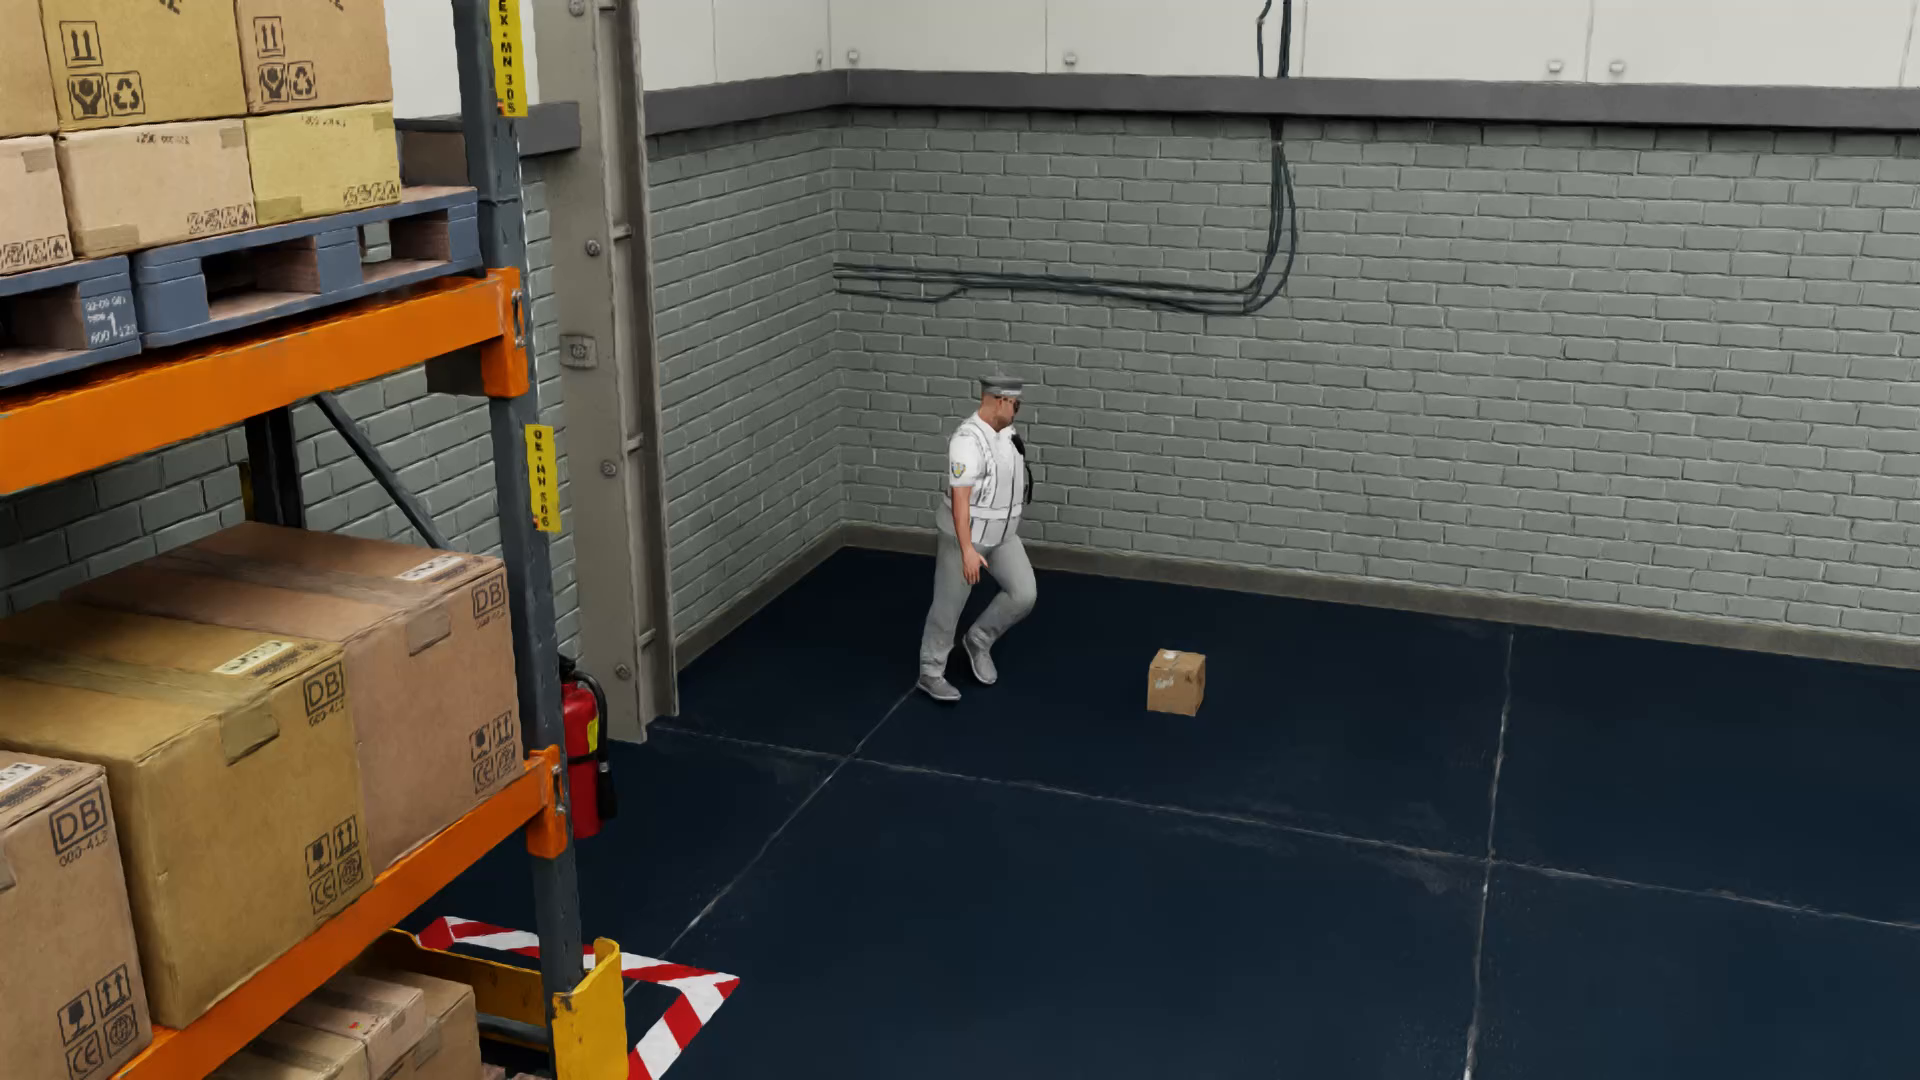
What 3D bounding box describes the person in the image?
[{"bbox_3d":[0.104,-0.021,8.620,0.523,1.711,0.627,17,25,41],"label":"person"}]
